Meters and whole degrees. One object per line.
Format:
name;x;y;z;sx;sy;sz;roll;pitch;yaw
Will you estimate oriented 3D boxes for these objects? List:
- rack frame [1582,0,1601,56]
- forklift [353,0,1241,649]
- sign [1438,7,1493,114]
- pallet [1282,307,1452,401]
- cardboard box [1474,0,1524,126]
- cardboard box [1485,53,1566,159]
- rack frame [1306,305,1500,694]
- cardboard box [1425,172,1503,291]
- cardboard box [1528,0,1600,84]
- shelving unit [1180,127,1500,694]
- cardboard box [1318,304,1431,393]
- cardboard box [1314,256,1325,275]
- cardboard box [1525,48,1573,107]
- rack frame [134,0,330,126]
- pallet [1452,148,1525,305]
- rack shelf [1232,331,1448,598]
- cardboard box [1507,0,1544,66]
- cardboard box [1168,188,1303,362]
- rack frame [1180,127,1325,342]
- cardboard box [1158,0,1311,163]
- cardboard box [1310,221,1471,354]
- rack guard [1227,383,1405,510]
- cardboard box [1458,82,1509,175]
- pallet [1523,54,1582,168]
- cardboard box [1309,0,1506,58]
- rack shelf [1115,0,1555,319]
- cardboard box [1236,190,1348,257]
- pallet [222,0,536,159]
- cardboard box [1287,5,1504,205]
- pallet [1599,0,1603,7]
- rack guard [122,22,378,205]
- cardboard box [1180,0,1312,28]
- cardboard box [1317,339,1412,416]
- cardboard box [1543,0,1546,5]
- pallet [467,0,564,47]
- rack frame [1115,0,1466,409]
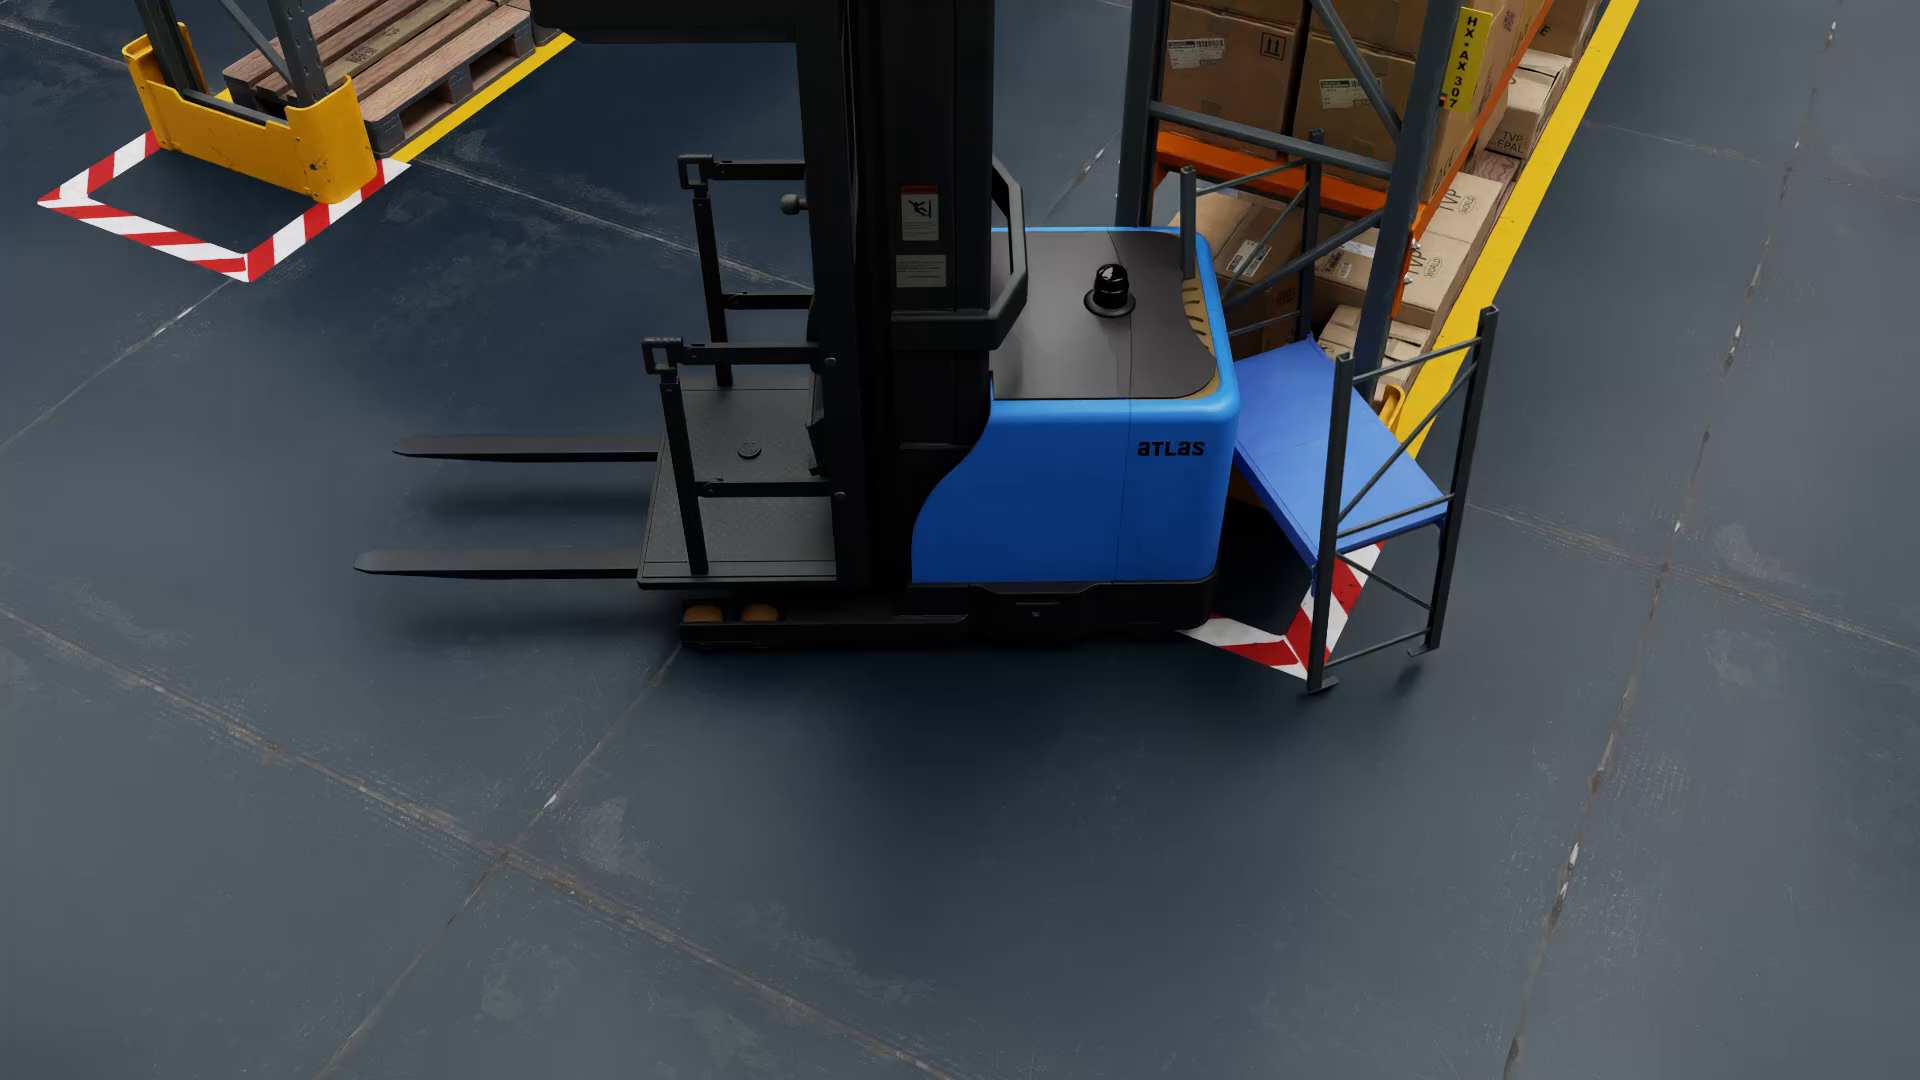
rack frame;2.872;-3.816;7.912;1.000;3.000;0.127;20;49;19
forklift;-0.623;-1.025;5.202;3.031;2.935;1.130;-1;45;0
sign;1.496;-1.421;4.937;0.100;0.325;0.005;20;49;19
pallet;1.420;-0.866;6.957;1.003;0.211;1.213;20;49;19
cardboard box;1.689;-1.850;5.899;0.500;0.500;0.500;20;49;19
cardboard box;2.510;-2.100;7.798;0.500;0.311;0.500;20;49;19
rack frame;1.360;-0.070;5.218;0.500;1.500;0.032;-18;47;-10
cardboard box;1.983;-1.363;7.112;0.500;0.250;0.500;20;49;19
cardboard box;2.859;-2.639;8.197;0.500;0.500;0.500;20;49;19
shelving unit;1.187;-0.407;5.557;0.538;1.500;1.048;-18;47;-10
cardboard box;1.630;-0.762;6.577;0.380;0.166;0.250;20;49;19
cardboard box;1.317;-1.104;6.915;0.380;0.166;0.250;20;49;19
cardboard box;2.738;-2.259;8.069;0.380;0.149;0.250;20;49;19
rack frame;-3.371;-2.933;7.040;1.000;3.000;0.127;20;49;19
pallet;1.987;-1.631;7.714;1.003;0.211;1.213;20;49;19
rack shelf;1.204;-0.284;5.688;0.538;0.185;1.000;-18;47;-10
cardboard box;1.925;-2.165;6.211;0.500;0.500;0.500;20;49;19
cardboard box;1.049;-0.996;6.573;0.500;0.500;0.500;20;49;19
rack frame;1.014;-0.743;5.897;0.500;1.500;0.032;-18;47;-10
cardboard box;0.982;-1.703;5.754;0.500;0.500;0.500;22;49;20
cardboard box;1.751;-1.048;6.800;0.500;0.250;0.500;20;49;19
rack guard;1.050;-0.465;6.358;1.175;0.500;0.348;20;49;19
cardboard box;2.004;-1.907;7.472;0.797;0.503;0.637;20;49;19
pallet;2.552;-2.403;8.477;1.003;0.211;1.213;20;49;19
cardboard box;1.455;-1.875;5.221;0.500;0.500;0.500;22;49;20
rack shelf;1.943;-2.303;6.923;1.077;0.370;4.000;20;49;19
cardboard box;1.517;-1.496;7.244;0.500;0.250;0.500;20;49;19
pallet;-2.953;-2.460;8.533;1.003;0.211;1.213;20;49;19
cardboard box;1.455;-1.523;5.576;0.500;0.500;0.500;21;49;20
pallet;3.216;-3.360;9.423;1.003;0.211;1.213;20;49;19
rack guard;-3.370;-2.035;7.910;1.175;0.500;0.348;20;49;19
cardboard box;0.978;-2.053;5.397;0.500;0.500;0.500;20;49;19
cardboard box;1.514;-0.599;6.428;0.380;0.149;0.250;20;49;19
cardboard box;2.158;-2.480;6.521;0.500;0.500;0.500;21;49;20
pallet;-2.386;-3.226;9.290;1.003;0.211;1.213;20;49;19
rack frame;1.015;-1.296;5.422;1.000;3.000;0.127;20;49;19
